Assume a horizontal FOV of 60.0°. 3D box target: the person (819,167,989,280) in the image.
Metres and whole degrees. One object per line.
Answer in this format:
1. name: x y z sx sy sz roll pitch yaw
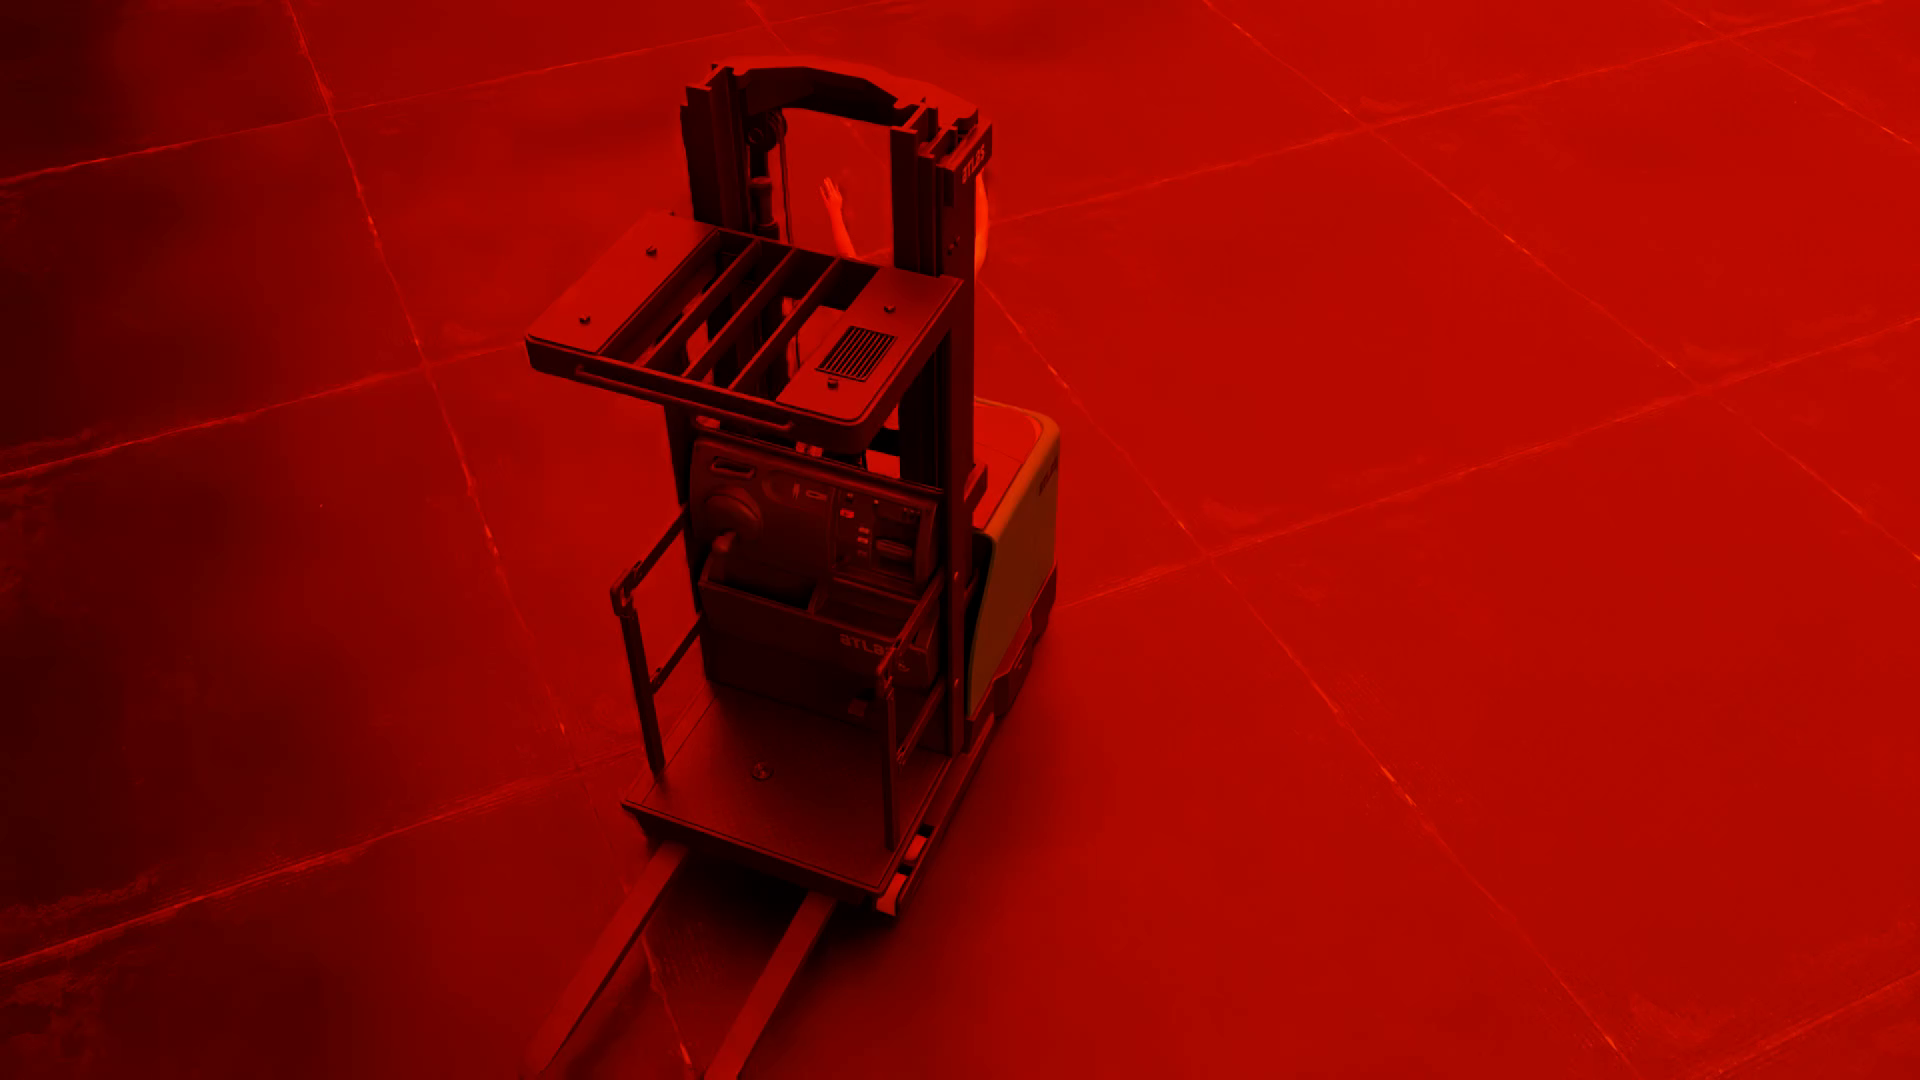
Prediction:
1. person: -0.157 -1.039 7.787 0.876 1.548 0.691 -21 47 -21

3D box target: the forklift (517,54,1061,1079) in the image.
1. forklift: -0.603 0.016 5.663 1.130 2.935 3.031 16 45 16
